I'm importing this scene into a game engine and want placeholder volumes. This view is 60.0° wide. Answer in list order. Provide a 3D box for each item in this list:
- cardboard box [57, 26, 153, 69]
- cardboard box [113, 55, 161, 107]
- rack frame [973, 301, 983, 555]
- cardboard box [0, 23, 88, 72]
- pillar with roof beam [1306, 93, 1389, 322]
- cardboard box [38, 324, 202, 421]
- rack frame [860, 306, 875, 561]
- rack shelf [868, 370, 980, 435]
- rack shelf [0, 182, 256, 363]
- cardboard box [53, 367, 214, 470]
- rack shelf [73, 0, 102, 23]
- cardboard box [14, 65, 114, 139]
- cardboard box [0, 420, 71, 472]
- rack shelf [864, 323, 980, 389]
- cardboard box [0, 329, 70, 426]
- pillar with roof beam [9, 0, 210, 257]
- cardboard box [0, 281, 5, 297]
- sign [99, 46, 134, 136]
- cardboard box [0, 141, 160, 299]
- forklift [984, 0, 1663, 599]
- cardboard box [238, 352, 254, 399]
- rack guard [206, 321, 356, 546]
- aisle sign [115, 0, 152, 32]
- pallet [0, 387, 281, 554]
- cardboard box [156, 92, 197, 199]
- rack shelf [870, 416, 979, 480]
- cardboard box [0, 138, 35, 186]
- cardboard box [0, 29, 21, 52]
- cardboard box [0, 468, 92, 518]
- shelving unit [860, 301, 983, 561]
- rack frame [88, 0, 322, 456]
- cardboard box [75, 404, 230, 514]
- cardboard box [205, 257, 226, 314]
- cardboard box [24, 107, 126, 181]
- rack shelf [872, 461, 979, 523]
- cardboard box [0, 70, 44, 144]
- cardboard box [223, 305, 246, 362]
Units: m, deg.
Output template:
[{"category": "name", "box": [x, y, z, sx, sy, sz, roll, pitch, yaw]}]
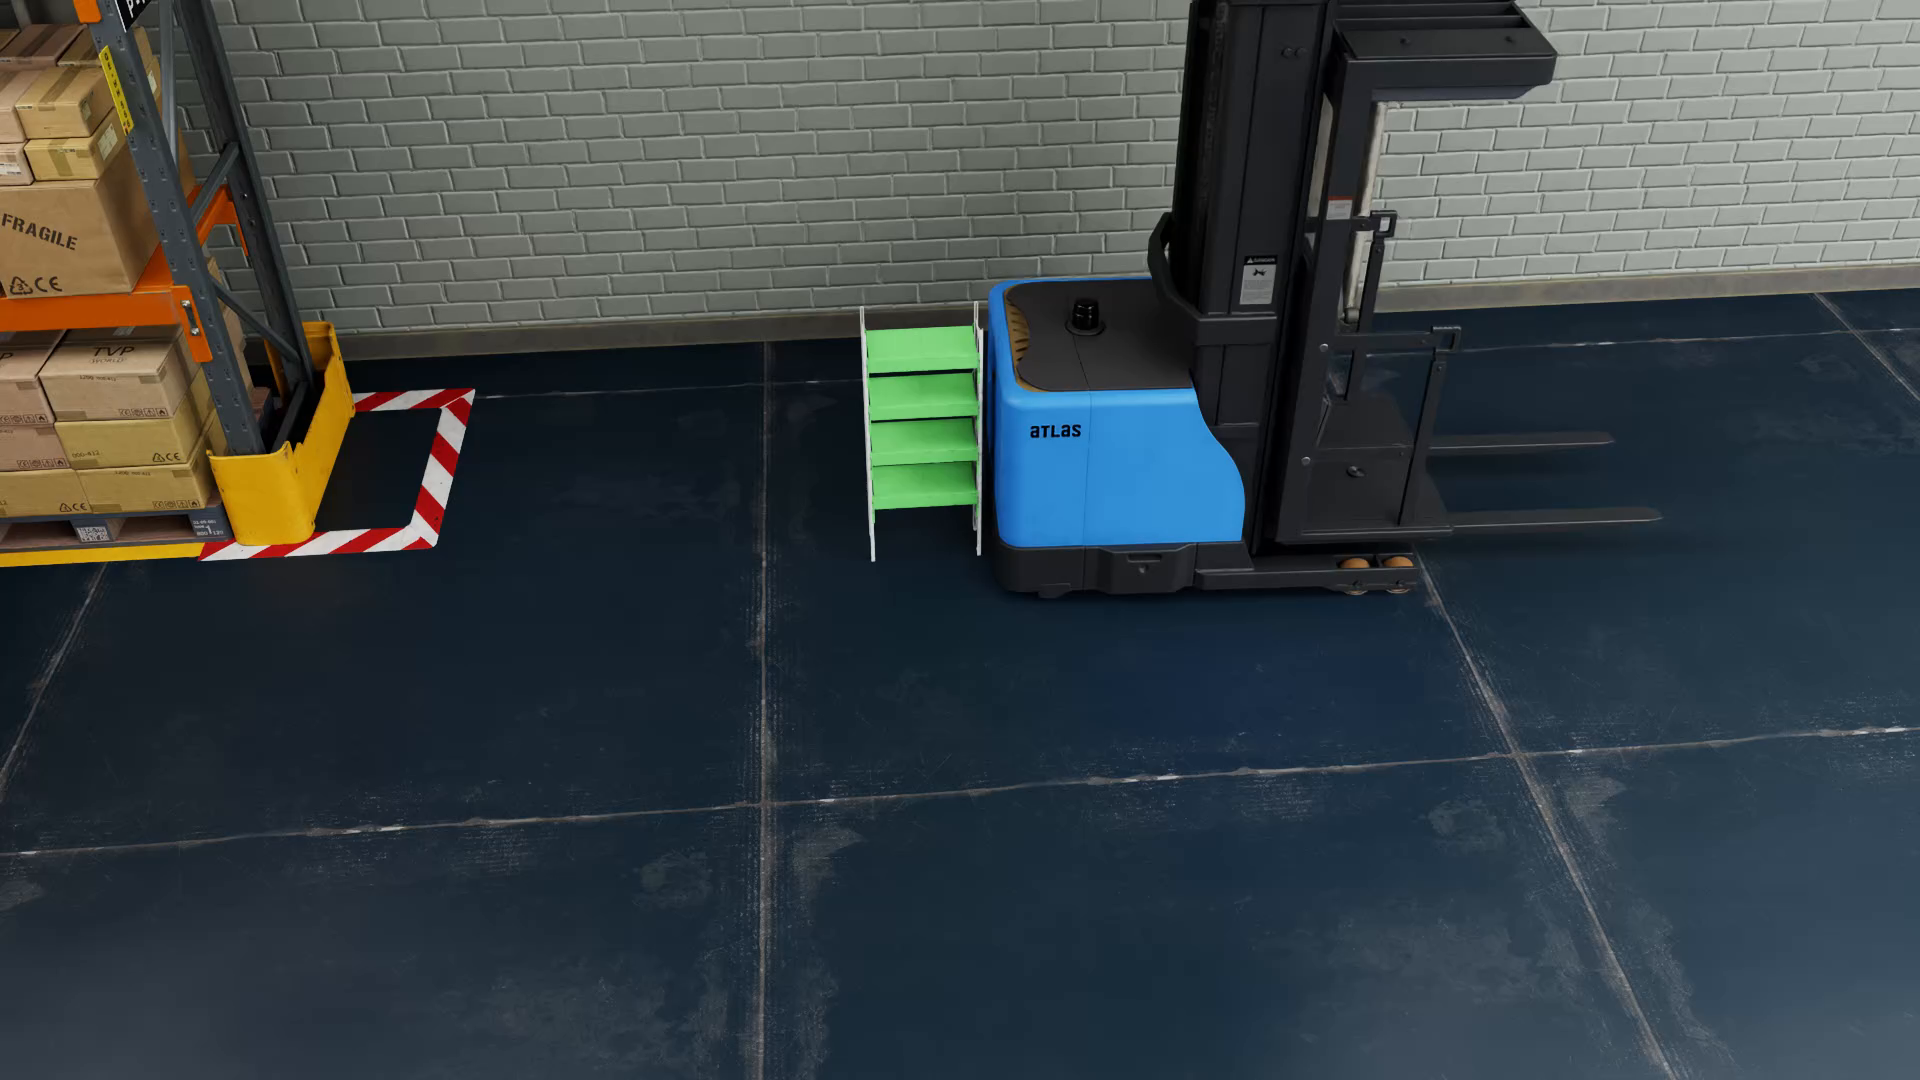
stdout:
[{"category": "cardboard box", "box": [-3.627, -2.038, 7.067, 0.250, 0.149, 0.380, -4, 38, -5]}, {"category": "cardboard box", "box": [-3.634, -1.949, 7.194, 0.250, 0.149, 0.380, -4, 38, -5]}, {"category": "rack frame", "box": [0.078, -0.475, 7.384, 0.015, 1.200, 0.240, -3, 38, -4]}, {"category": "cardboard box", "box": [-3.897, -2.062, 7.097, 0.250, 0.149, 0.380, -2, 38, -2]}, {"category": "pillar with roof beam", "box": [2.311, -2.060, 3.096, 0.400, 9.000, 9.100, -3, 38, -4]}, {"category": "cardboard box", "box": [-3.705, -0.774, 7.383, 0.500, 0.250, 0.500, -2, 38, -2]}, {"category": "rack frame", "box": [-0.408, -0.449, 7.350, 0.015, 1.200, 0.240, -3, 38, -4]}, {"category": "rack shelf", "box": [-0.165, -0.600, 7.258, 0.480, 0.148, 0.258, -3, 38, -4]}, {"category": "rack shelf", "box": [-5.266, -1.122, 7.331, 4.000, 0.370, 1.077, -3, 38, -4]}, {"category": "cardboard box", "box": [-3.731, -0.576, 7.535, 0.500, 0.250, 0.500, -4, 38, -5]}, {"category": "rack shelf", "box": [-5.266, -2.299, 6.402, 4.000, 0.370, 1.077, -3, 38, -4]}, {"category": "cardboard box", "box": [-3.612, -1.775, 6.733, 0.250, 0.149, 0.380, -3, 38, -4]}, {"category": "cardboard box", "box": [-4.231, -0.555, 7.509, 0.500, 0.250, 0.500, -3, 38, -4]}, {"category": "rack shelf", "box": [-0.165, -0.789, 7.109, 0.480, 0.148, 0.258, -3, 38, -4]}, {"category": "cardboard box", "box": [-4.213, -0.742, 7.343, 0.500, 0.250, 0.500, -2, 38, -3]}, {"category": "pillar with roof beam", "box": [-3.666, -1.731, 2.679, 0.400, 9.000, 9.100, -3, 38, -4]}, {"category": "cardboard box", "box": [-4.258, -1.341, 6.948, 0.500, 0.500, 0.500, -2, 38, -3]}, {"category": "sign", "box": [-3.239, -1.726, 6.390, 0.005, 0.325, 0.100, -3, 38, -4]}, {"category": "cardboard box", "box": [-3.740, -1.364, 6.976, 0.500, 0.500, 0.500, -4, 38, -5]}, {"category": "forklift", "box": [1.651, -1.233, 6.946, 3.031, 2.935, 1.130, -2, 38, -2]}, {"category": "cardboard box", "box": [-3.780, -0.693, 8.087, 0.500, 0.250, 0.500, -3, 38, -4]}, {"category": "rack guard", "box": [-3.250, -0.534, 8.023, 0.348, 0.500, 1.175, -3, 38, -4]}, {"category": "aisle sign", "box": [-3.182, -2.357, 6.217, 0.004, 0.787, 0.394, -3, 38, -4]}, {"category": "pallet", "box": [-4.032, -0.351, 8.025, 1.213, 0.211, 1.003, -3, 38, -4]}, {"category": "cardboard box", "box": [-3.792, -1.697, 7.399, 0.500, 0.500, 0.500, -2, 38, -3]}, {"category": "rack shelf", "box": [-0.165, -0.412, 7.406, 0.480, 0.148, 0.258, -3, 38, -4]}, {"category": "cardboard box", "box": [-3.846, -1.583, 6.731, 0.250, 0.149, 0.380, -3, 38, -3]}, {"category": "cardboard box", "box": [-4.152, -2.021, 7.045, 0.250, 0.149, 0.380, -2, 38, -3]}, {"category": "cardboard box", "box": [-4.210, -0.357, 7.662, 0.500, 0.250, 0.500, -3, 38, -4]}, {"category": "shelving unit", "box": [-0.165, -0.462, 7.367, 0.503, 1.200, 0.258, -3, 38, -4]}, {"category": "rack frame", "box": [-3.274, -1.514, 7.247, 0.127, 3.000, 1.000, -3, 38, -4]}, {"category": "cardboard box", "box": [-3.714, -0.378, 7.689, 0.500, 0.250, 0.500, -3, 38, -4]}, {"category": "cardboard box", "box": [-3.769, -1.082, 7.773, 0.500, 0.250, 0.500, -4, 38, -5]}, {"category": "cardboard box", "box": [-3.594, -1.616, 6.772, 0.250, 0.149, 0.380, -3, 38, -3]}, {"category": "rack shelf", "box": [-0.165, -0.223, 7.555, 0.480, 0.148, 0.258, -3, 38, -4]}, {"category": "cardboard box", "box": [-3.855, -1.742, 6.692, 0.250, 0.149, 0.380, -3, 38, -4]}, {"category": "cardboard box", "box": [-3.760, -0.898, 7.943, 0.500, 0.250, 0.500, -2, 38, -3]}]
